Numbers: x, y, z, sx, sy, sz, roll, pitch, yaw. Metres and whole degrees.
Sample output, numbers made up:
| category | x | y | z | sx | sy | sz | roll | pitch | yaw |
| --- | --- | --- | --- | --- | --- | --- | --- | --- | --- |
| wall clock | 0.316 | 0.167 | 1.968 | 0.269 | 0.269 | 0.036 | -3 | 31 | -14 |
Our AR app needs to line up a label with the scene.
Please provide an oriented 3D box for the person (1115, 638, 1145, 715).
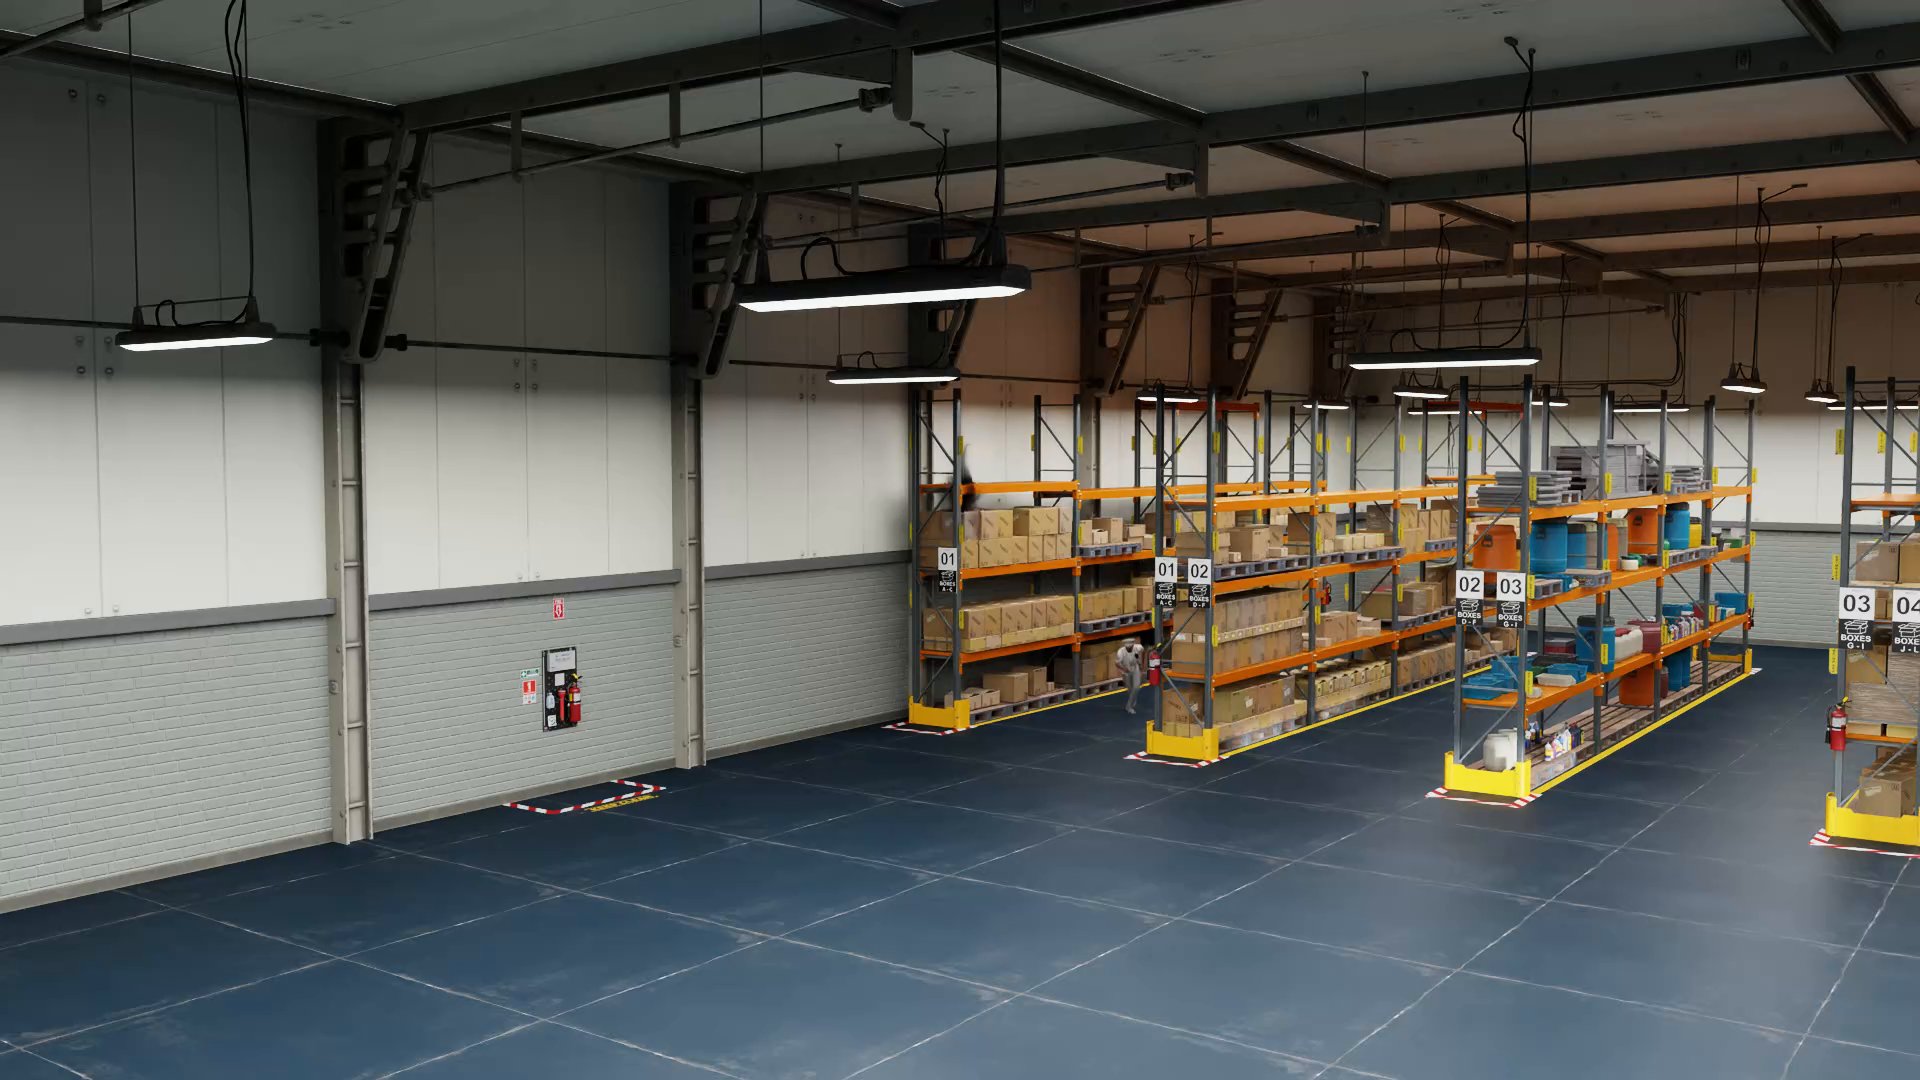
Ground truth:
| category | x | y | z | sx | sy | sz | roll | pitch | yaw |
| --- | --- | --- | --- | --- | --- | --- | --- | --- | --- |
| person | 3.189 | 2.526 | 31.271 | 0.567 | 1.456 | 1.123 | 0 | 3 | 4 |
